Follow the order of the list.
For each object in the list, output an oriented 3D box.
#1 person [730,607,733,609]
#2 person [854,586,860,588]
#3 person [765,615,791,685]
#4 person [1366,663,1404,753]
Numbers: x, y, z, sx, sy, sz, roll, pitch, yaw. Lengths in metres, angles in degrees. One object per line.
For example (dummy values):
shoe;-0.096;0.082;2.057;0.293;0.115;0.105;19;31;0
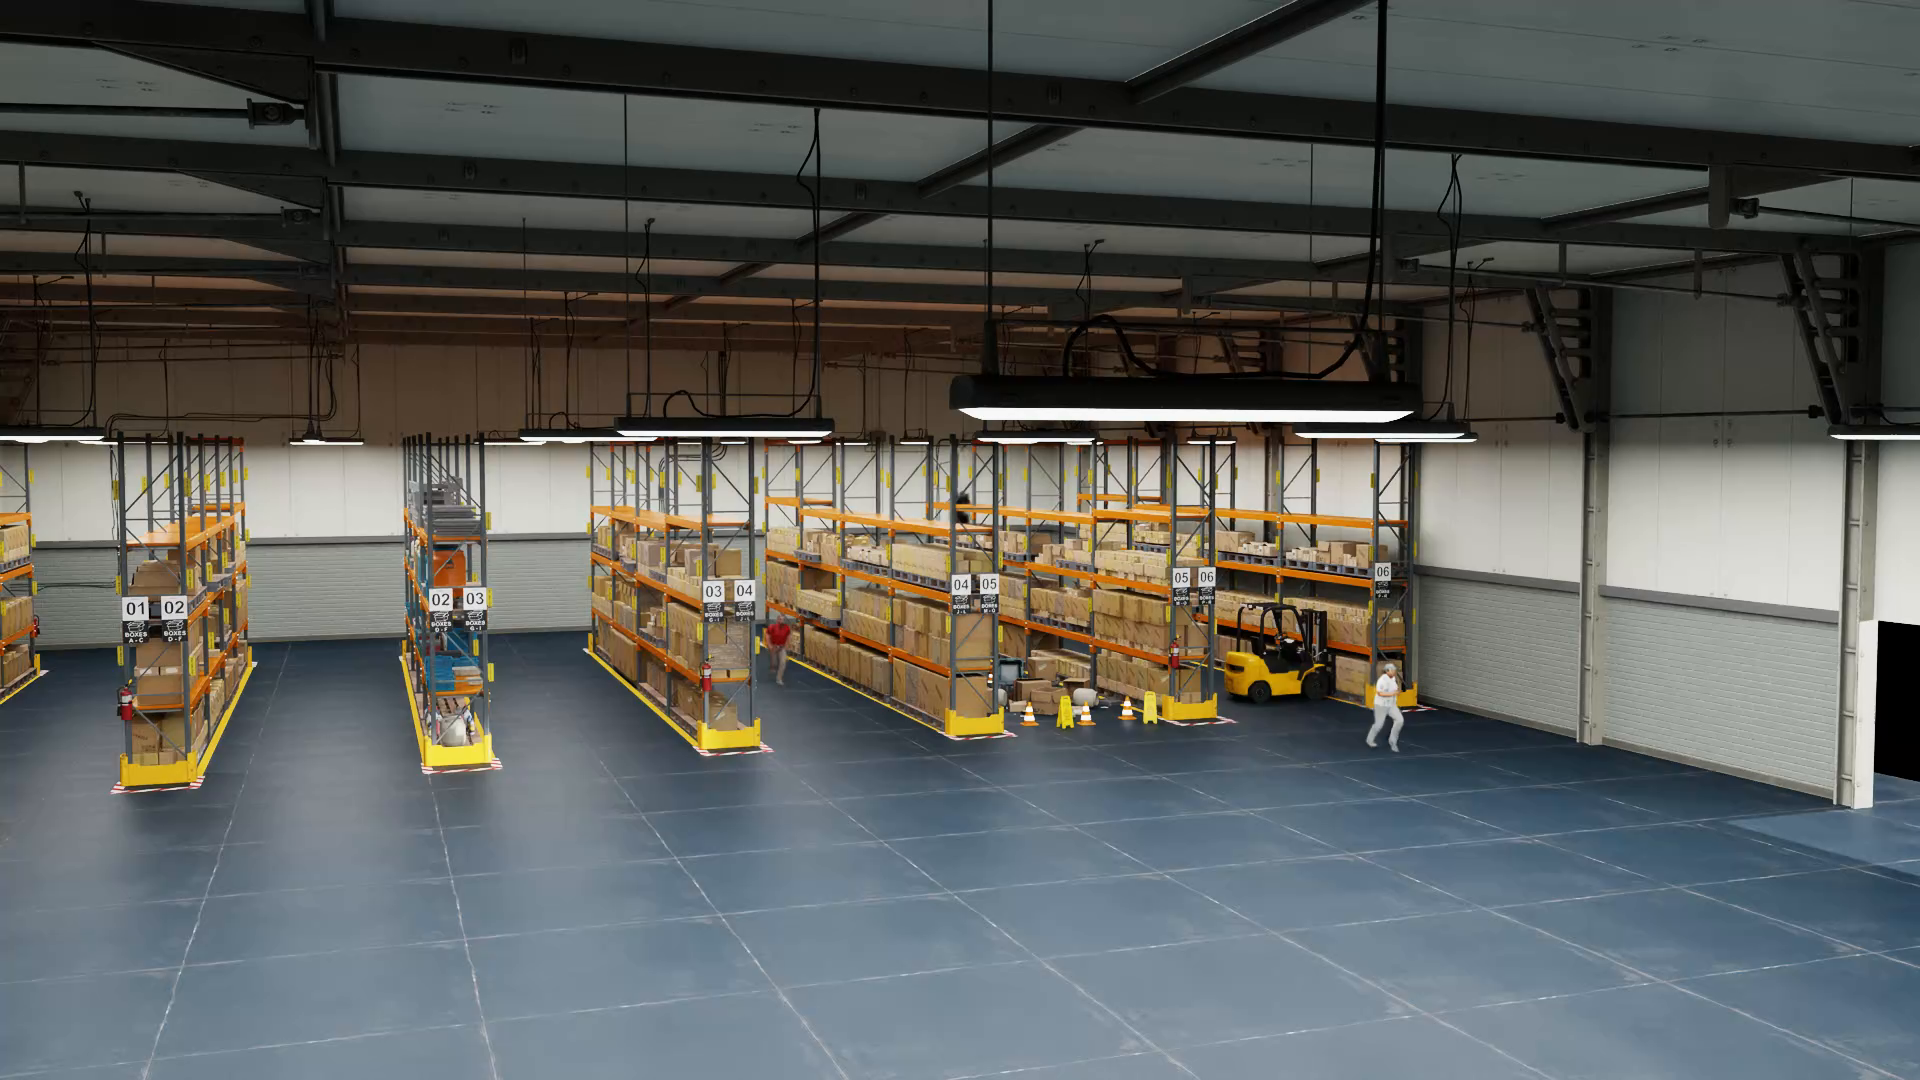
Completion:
person;-6.923;2.235;48.054;0.753;1.630;0.939;2;4;33
person;-3.018;2.161;50.470;0.598;1.554;0.522;-2;4;-31
person;-4.431;2.662;40.470;0.667;1.713;0.876;-1;3;-22
person;8.027;3.161;31.435;0.627;1.694;0.820;-2;4;-38
